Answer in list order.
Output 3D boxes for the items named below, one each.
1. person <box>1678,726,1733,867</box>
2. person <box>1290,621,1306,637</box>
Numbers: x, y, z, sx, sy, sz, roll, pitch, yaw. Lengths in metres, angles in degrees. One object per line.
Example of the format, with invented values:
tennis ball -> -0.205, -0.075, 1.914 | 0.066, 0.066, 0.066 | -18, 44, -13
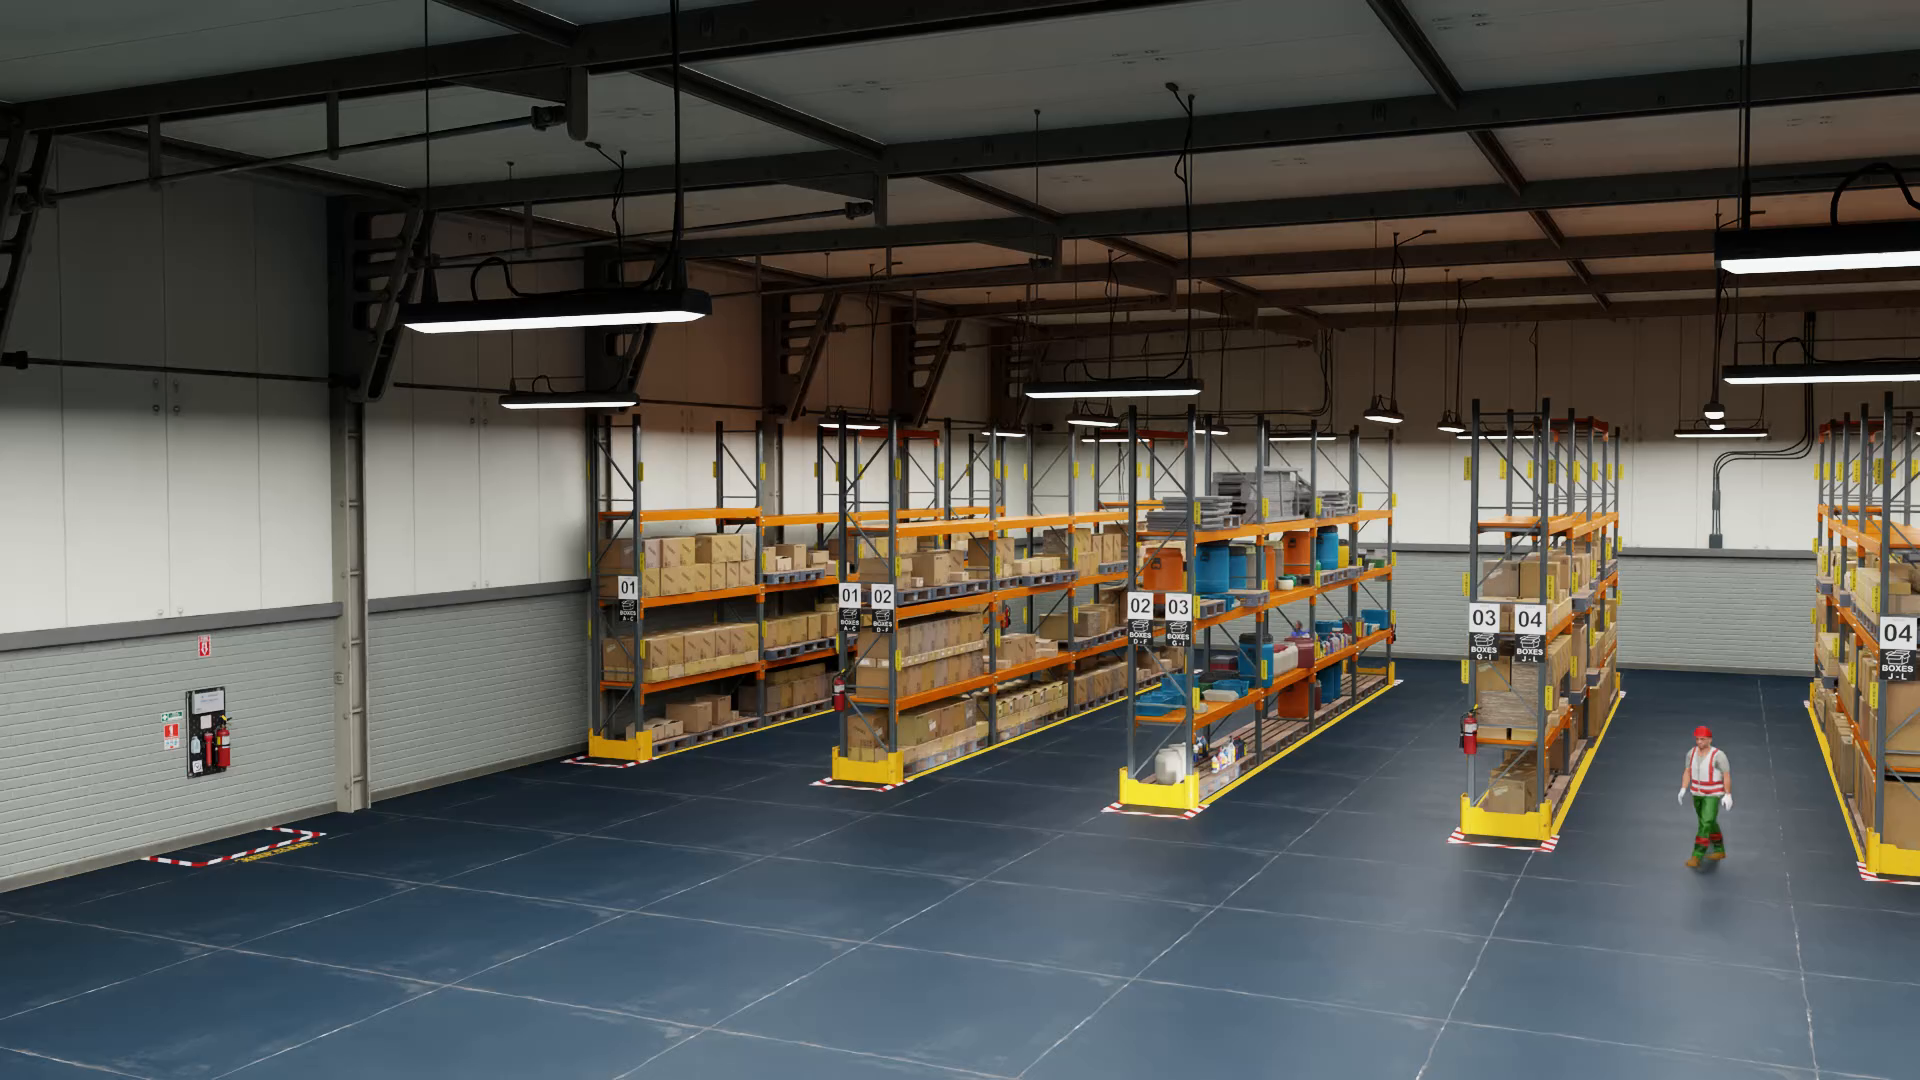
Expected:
person -> 9.414, 3.231, 21.091 | 0.994, 1.735, 0.563 | -1, 3, -27
person -> 7.683, 2.627, 37.832 | 0.548, 1.587, 1.056 | 2, 3, 35
